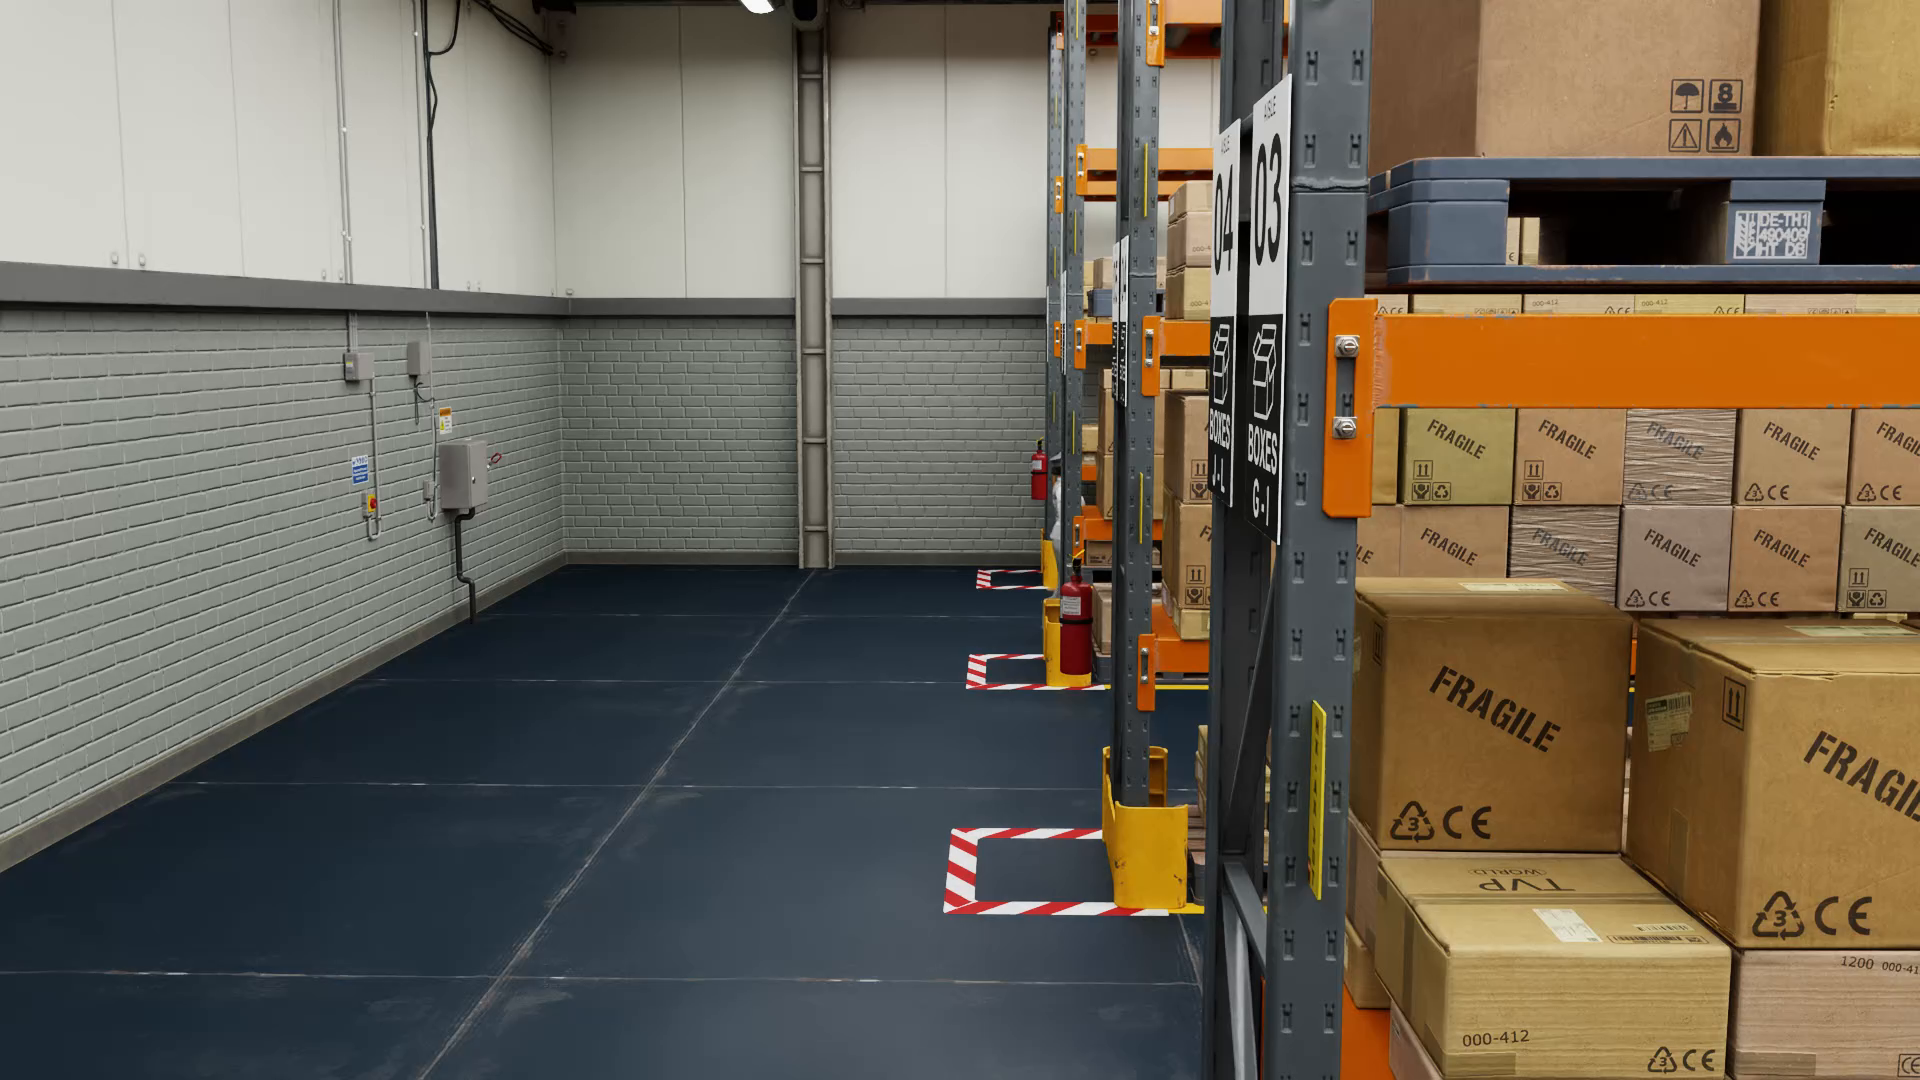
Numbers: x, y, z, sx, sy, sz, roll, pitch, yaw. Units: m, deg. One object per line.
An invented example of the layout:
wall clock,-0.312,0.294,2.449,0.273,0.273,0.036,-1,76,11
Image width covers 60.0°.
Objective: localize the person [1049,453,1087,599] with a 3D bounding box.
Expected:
person,0.967,0.047,14.940,0.343,1.703,0.465,0,7,3
